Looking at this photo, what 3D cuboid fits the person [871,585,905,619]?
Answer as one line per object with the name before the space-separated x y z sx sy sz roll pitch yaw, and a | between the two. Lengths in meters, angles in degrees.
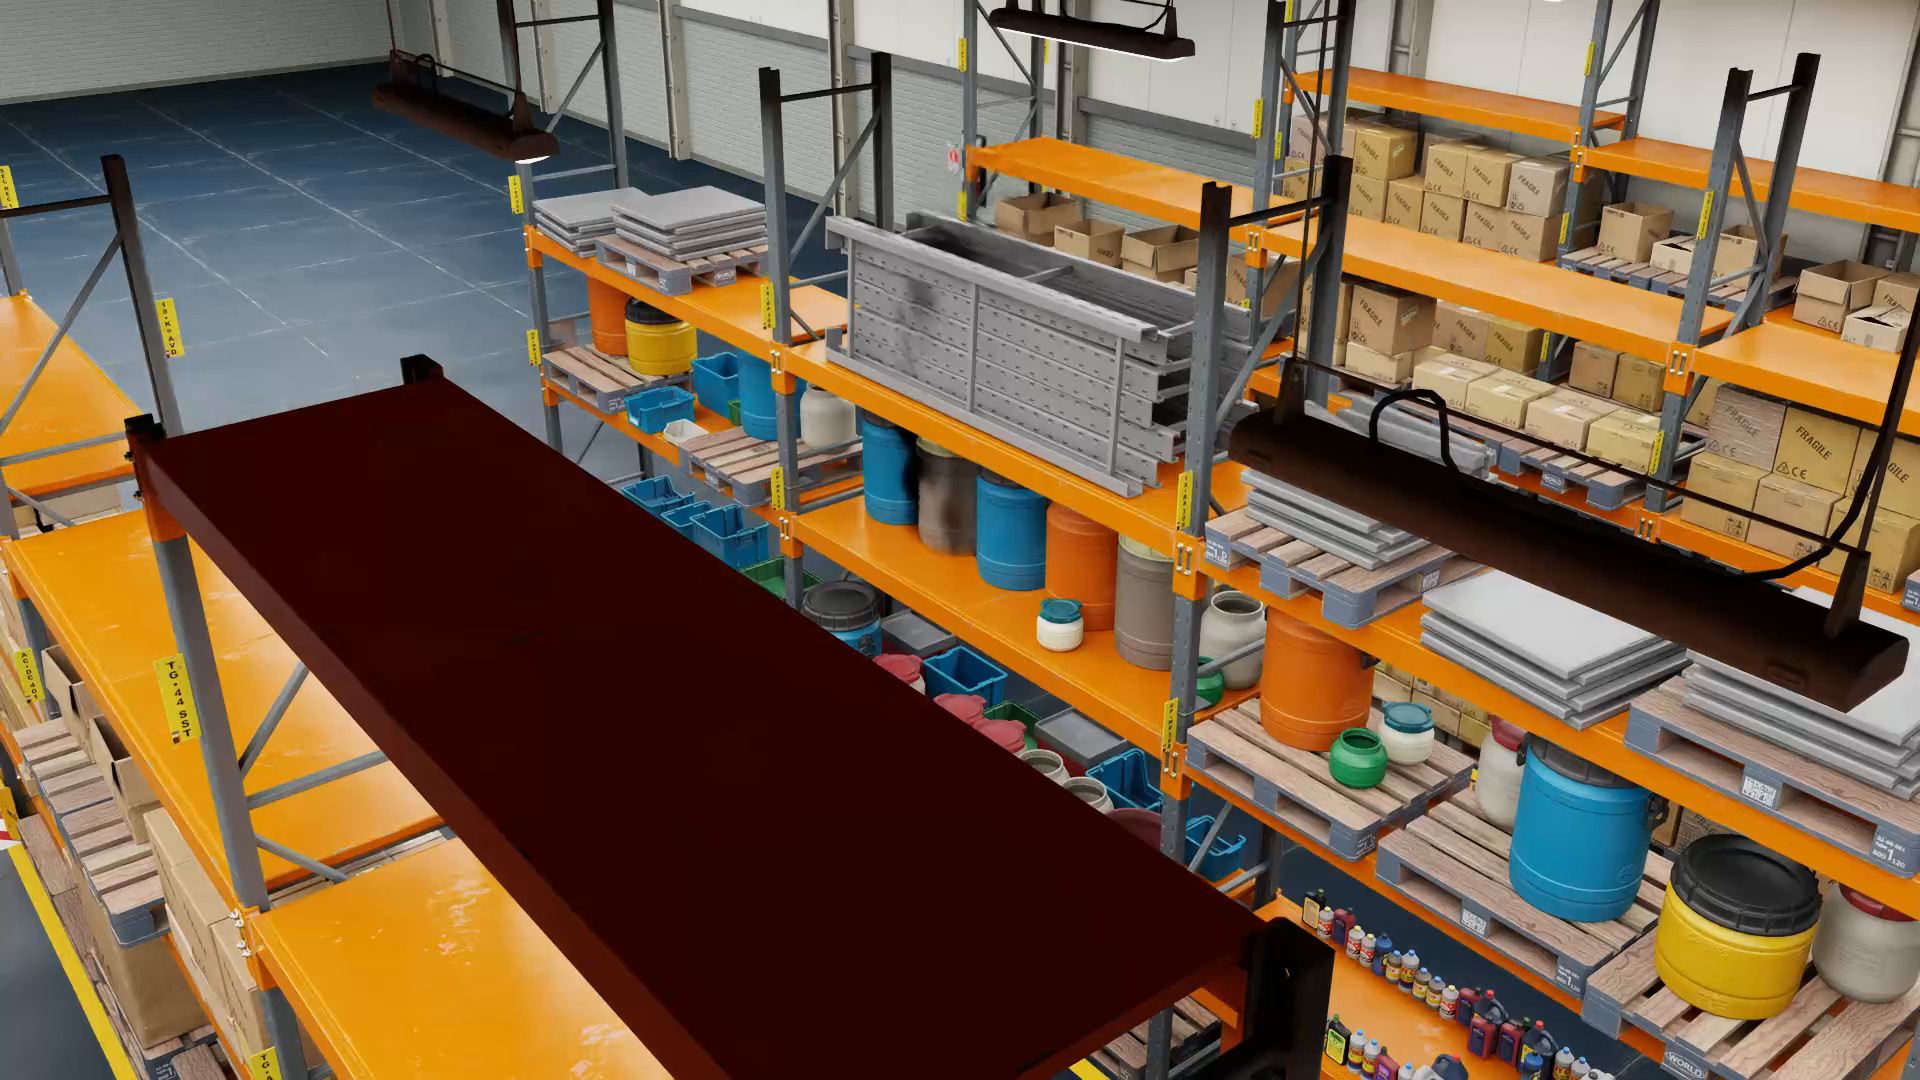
person | -0.647 0.469 15.315 0.712 1.726 0.651 -22 33 -37
